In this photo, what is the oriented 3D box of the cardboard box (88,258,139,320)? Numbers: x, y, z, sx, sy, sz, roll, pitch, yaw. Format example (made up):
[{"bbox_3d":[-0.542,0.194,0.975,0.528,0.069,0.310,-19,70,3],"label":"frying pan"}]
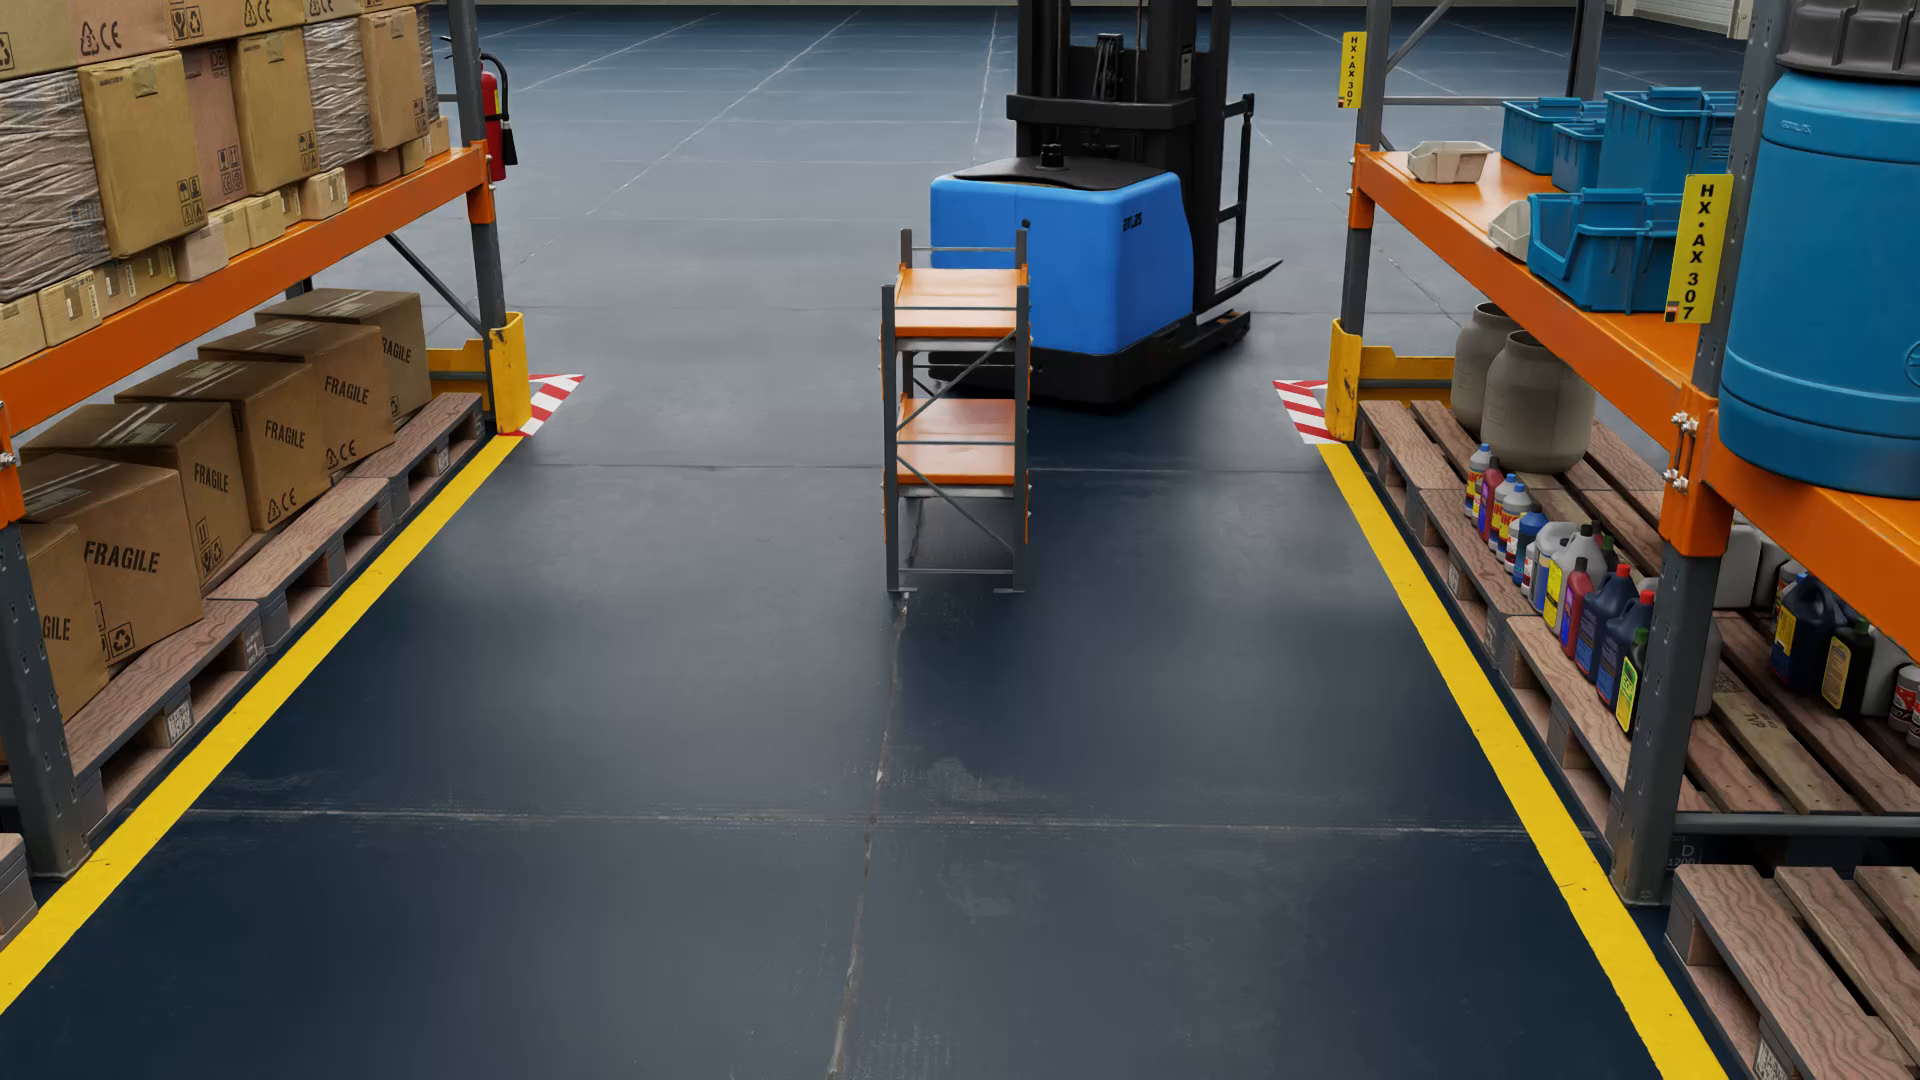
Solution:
[{"bbox_3d":[-2.480,-0.687,4.501,0.380,0.149,0.250,1,21,2],"label":"cardboard box"}]

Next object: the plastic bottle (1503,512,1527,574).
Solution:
[{"bbox_3d":[1.901,0.007,5.626,0.097,0.201,0.097,0,21,0],"label":"plastic bottle"}]

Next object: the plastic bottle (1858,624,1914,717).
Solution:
[{"bbox_3d":[2.593,0.342,4.657,0.152,0.276,0.135,1,21,4],"label":"plastic bottle"}]

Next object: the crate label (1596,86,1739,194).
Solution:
[{"bbox_3d":[2.499,-1.289,5.655,0.502,0.435,0.616,1,21,2],"label":"crate label"}]

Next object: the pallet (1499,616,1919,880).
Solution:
[{"bbox_3d":[2.225,0.563,4.786,1.003,0.211,1.213,1,21,2],"label":"pallet"}]

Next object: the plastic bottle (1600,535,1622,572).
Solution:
[{"bbox_3d":[2.013,0.136,5.178,0.061,0.283,0.133,1,21,2],"label":"plastic bottle"}]

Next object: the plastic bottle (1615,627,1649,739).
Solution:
[{"bbox_3d":[1.848,0.389,4.527,0.061,0.283,0.133,2,21,4],"label":"plastic bottle"}]

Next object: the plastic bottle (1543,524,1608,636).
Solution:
[{"bbox_3d":[1.910,0.113,5.145,0.144,0.351,0.185,1,21,1],"label":"plastic bottle"}]

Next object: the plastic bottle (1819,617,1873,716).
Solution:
[{"bbox_3d":[2.487,0.338,4.658,0.061,0.283,0.133,1,21,2],"label":"plastic bottle"}]

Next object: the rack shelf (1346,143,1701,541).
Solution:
[{"bbox_3d":[2.224,-0.882,5.651,1.077,0.370,4.000,1,21,2],"label":"rack shelf"}]

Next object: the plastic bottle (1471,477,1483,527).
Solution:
[{"bbox_3d":[1.915,-0.152,6.034,0.097,0.201,0.097,0,21,0],"label":"plastic bottle"}]

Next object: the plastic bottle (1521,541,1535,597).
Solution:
[{"bbox_3d":[1.895,0.081,5.434,0.097,0.201,0.097,0,21,0],"label":"plastic bottle"}]

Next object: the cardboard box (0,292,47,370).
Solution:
[{"bbox_3d":[-2.481,-0.507,4.035,0.380,0.149,0.250,1,21,2],"label":"cardboard box"}]

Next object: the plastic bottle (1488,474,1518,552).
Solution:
[{"bbox_3d":[1.907,-0.098,5.799,0.097,0.271,0.097,0,21,0],"label":"plastic bottle"}]

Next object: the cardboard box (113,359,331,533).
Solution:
[{"bbox_3d":[-2.724,-0.358,6.179,0.500,0.500,0.500,3,21,7],"label":"cardboard box"}]

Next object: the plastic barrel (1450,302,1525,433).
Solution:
[{"bbox_3d":[2.341,-0.738,7.143,0.421,0.512,0.421,0,21,0],"label":"plastic barrel"}]

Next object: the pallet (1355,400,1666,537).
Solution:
[{"bbox_3d":[2.299,-0.319,7.060,1.003,0.211,1.213,1,21,2],"label":"pallet"}]

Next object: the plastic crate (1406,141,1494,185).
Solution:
[{"bbox_3d":[1.936,-1.498,6.608,0.298,0.136,0.250,1,21,2],"label":"plastic crate"}]

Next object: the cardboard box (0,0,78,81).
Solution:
[{"bbox_3d":[-2.520,-1.361,3.957,0.500,0.500,0.500,1,21,2],"label":"cardboard box"}]

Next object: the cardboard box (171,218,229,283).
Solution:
[{"bbox_3d":[-2.433,-0.868,4.966,0.380,0.149,0.250,1,21,2],"label":"cardboard box"}]

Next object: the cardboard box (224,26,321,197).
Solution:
[{"bbox_3d":[-2.691,-1.439,5.542,0.875,0.500,0.500,1,21,2],"label":"cardboard box"}]

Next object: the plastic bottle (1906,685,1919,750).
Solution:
[{"bbox_3d":[2.614,0.458,4.463,0.097,0.201,0.097,0,21,0],"label":"plastic bottle"}]

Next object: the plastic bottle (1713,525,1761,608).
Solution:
[{"bbox_3d":[2.472,0.068,5.364,0.152,0.276,0.135,1,21,2],"label":"plastic bottle"}]

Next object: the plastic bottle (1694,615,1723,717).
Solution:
[{"bbox_3d":[2.038,0.301,4.661,0.144,0.351,0.185,1,21,2],"label":"plastic bottle"}]

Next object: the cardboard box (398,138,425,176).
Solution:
[{"bbox_3d":[-2.433,-1.592,6.832,0.380,0.149,0.250,1,21,2],"label":"cardboard box"}]

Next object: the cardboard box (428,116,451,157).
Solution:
[{"bbox_3d":[-2.469,-1.773,7.299,0.380,0.149,0.250,1,21,2],"label":"cardboard box"}]

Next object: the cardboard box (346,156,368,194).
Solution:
[{"bbox_3d":[-2.505,-1.412,6.367,0.380,0.149,0.250,1,21,2],"label":"cardboard box"}]

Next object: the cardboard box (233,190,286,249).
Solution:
[{"bbox_3d":[-2.448,-1.049,5.433,0.380,0.149,0.250,1,21,2],"label":"cardboard box"}]

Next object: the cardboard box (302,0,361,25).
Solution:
[{"bbox_3d":[-2.463,-2.084,5.821,0.500,0.500,0.500,1,21,2],"label":"cardboard box"}]

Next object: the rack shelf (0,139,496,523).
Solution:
[{"bbox_3d":[-2.727,-0.937,5.792,1.077,0.370,4.000,1,21,2],"label":"rack shelf"}]

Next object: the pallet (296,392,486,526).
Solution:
[{"bbox_3d":[-2.729,-0.375,7.203,1.003,0.211,1.213,1,21,2],"label":"pallet"}]

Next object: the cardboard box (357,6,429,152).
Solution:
[{"bbox_3d":[-2.606,-1.800,6.472,0.875,0.500,0.500,1,21,2],"label":"cardboard box"}]

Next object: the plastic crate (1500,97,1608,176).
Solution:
[{"bbox_3d":[2.568,-1.687,6.937,0.499,0.251,0.616,1,21,2],"label":"plastic crate"}]

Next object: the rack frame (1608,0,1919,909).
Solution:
[{"bbox_3d":[2.163,-0.495,3.657,1.000,3.000,0.127,1,21,2],"label":"rack frame"}]

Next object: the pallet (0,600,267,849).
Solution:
[{"bbox_3d":[-2.803,0.508,4.929,1.003,0.211,1.213,1,21,2],"label":"pallet"}]

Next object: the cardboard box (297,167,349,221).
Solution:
[{"bbox_3d":[-2.409,-1.230,5.898,0.380,0.149,0.250,1,21,2],"label":"cardboard box"}]

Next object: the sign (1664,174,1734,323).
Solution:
[{"bbox_3d":[1.613,-0.634,3.633,0.100,0.325,0.005,1,21,2],"label":"sign"}]

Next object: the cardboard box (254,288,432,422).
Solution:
[{"bbox_3d":[-2.702,-0.800,7.320,0.500,0.500,0.500,5,22,12],"label":"cardboard box"}]

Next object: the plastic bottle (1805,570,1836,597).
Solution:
[{"bbox_3d":[2.608,0.180,4.973,0.144,0.351,0.185,0,21,-1],"label":"plastic bottle"}]

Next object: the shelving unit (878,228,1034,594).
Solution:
[{"bbox_3d":[0.000,-0.522,6.319,0.538,1.125,1.048,1,21,2],"label":"shelving unit"}]

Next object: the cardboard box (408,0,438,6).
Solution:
[{"bbox_3d":[-2.436,-2.445,6.753,0.500,0.500,0.500,1,21,2],"label":"cardboard box"}]

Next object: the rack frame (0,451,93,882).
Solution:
[{"bbox_3d":[-2.788,-0.549,3.798,1.000,3.000,0.127,1,21,2],"label":"rack frame"}]

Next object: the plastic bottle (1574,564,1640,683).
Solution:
[{"bbox_3d":[1.900,0.230,4.844,0.144,0.351,0.185,0,21,-1],"label":"plastic bottle"}]

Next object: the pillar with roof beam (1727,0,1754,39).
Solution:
[{"bbox_3d":[9.457,-13.091,27.828,9.100,9.000,0.400,1,21,2],"label":"pillar with roof beam"}]

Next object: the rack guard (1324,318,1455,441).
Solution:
[{"bbox_3d":[2.329,-0.748,7.765,1.175,0.500,0.348,1,21,2],"label":"rack guard"}]

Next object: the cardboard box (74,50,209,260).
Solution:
[{"bbox_3d":[-2.662,-1.077,4.608,0.875,0.500,0.500,1,21,2],"label":"cardboard box"}]

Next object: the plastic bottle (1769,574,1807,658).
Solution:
[{"bbox_3d":[2.486,0.231,4.950,0.097,0.271,0.097,0,21,0],"label":"plastic bottle"}]

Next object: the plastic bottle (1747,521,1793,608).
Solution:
[{"bbox_3d":[2.621,0.026,5.369,0.144,0.351,0.185,0,21,1],"label":"plastic bottle"}]

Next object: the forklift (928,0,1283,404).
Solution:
[{"bbox_3d":[1.000,-2.512,8.952,1.130,2.935,3.031,11,24,27],"label":"forklift"}]

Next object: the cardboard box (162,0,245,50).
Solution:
[{"bbox_3d":[-2.491,-1.722,4.889,0.500,0.500,0.500,1,21,2],"label":"cardboard box"}]

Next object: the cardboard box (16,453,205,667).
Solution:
[{"bbox_3d":[-2.726,0.069,5.079,0.500,0.500,0.500,8,22,19],"label":"cardboard box"}]

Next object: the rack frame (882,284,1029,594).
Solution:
[{"bbox_3d":[-0.016,-0.338,5.845,0.500,1.125,0.032,1,21,2],"label":"rack frame"}]

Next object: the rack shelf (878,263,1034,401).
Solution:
[{"bbox_3d":[0.000,-0.795,6.213,0.538,0.278,1.000,1,21,2],"label":"rack shelf"}]
